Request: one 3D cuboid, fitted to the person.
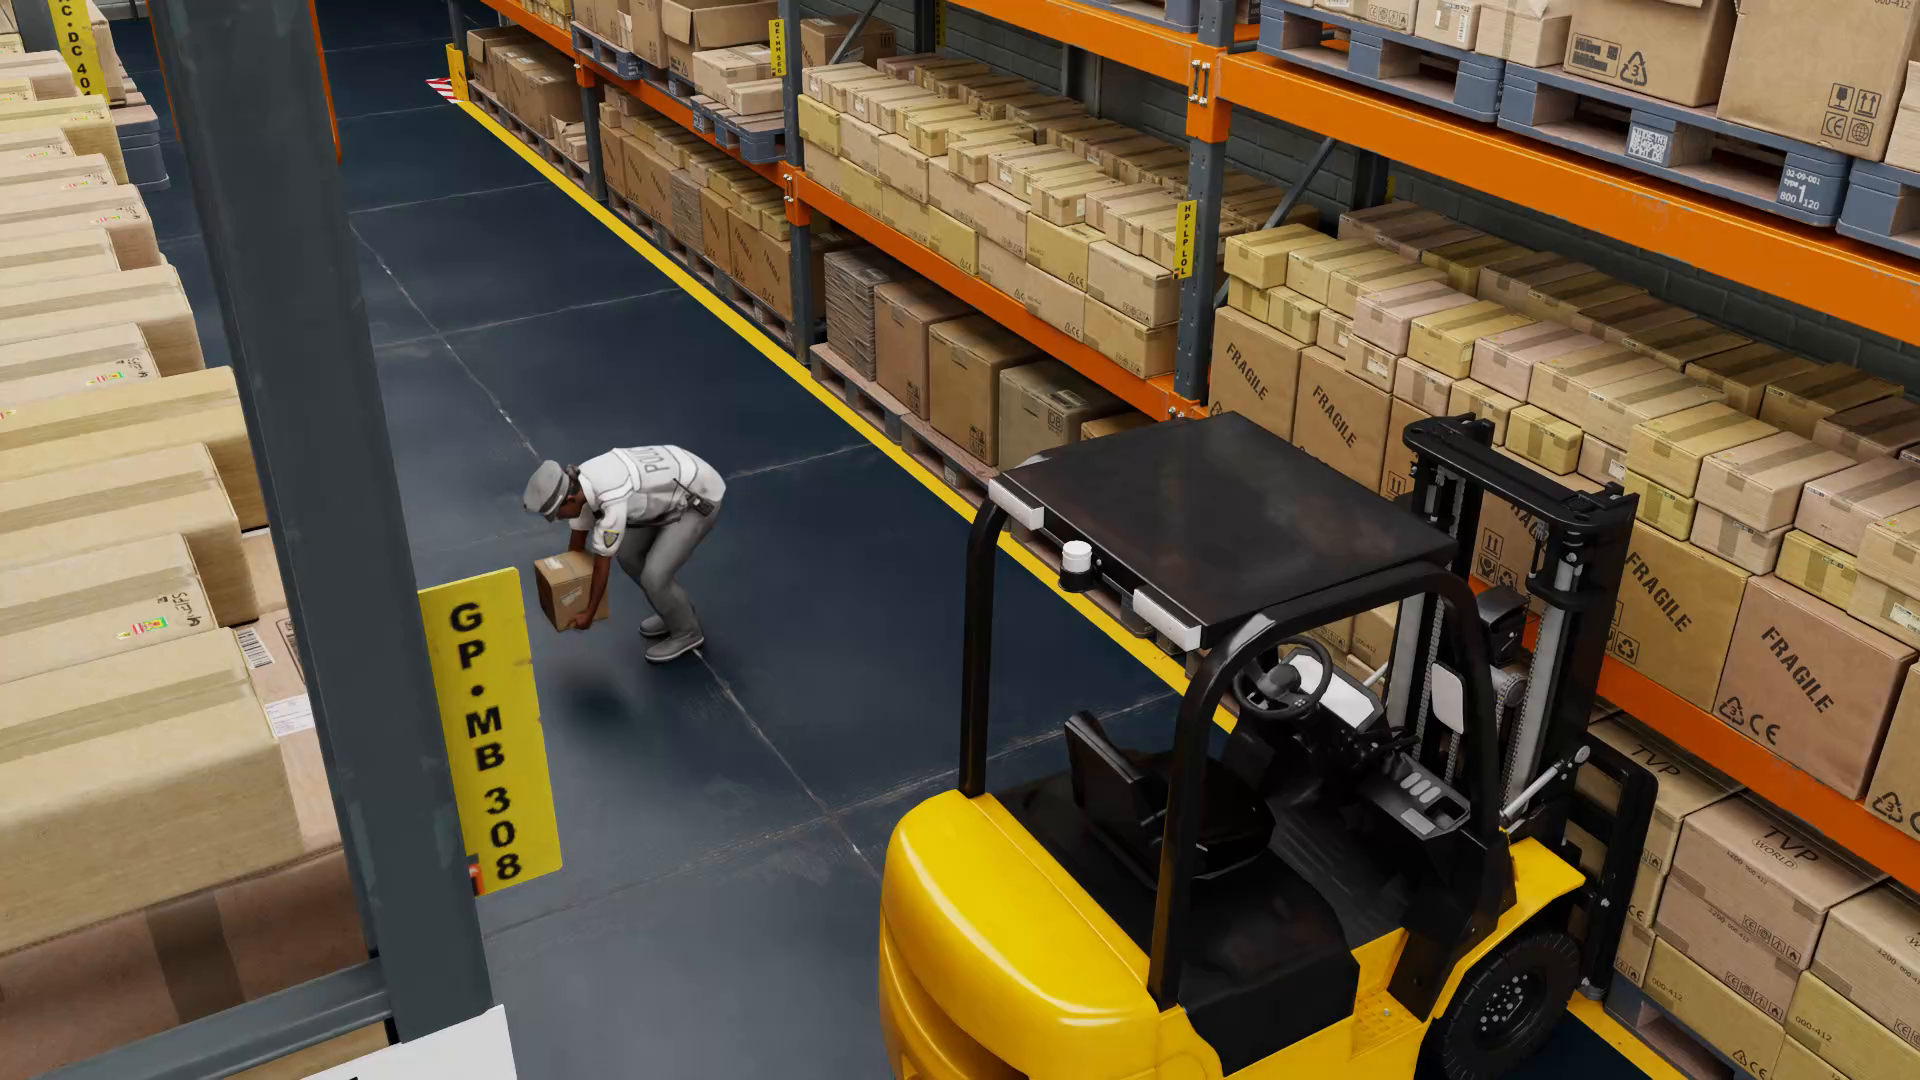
[{"bbox_3d":[-1.517,0.051,7.637,0.932,1.080,0.445,-18,34,-29],"label":"person"}]
